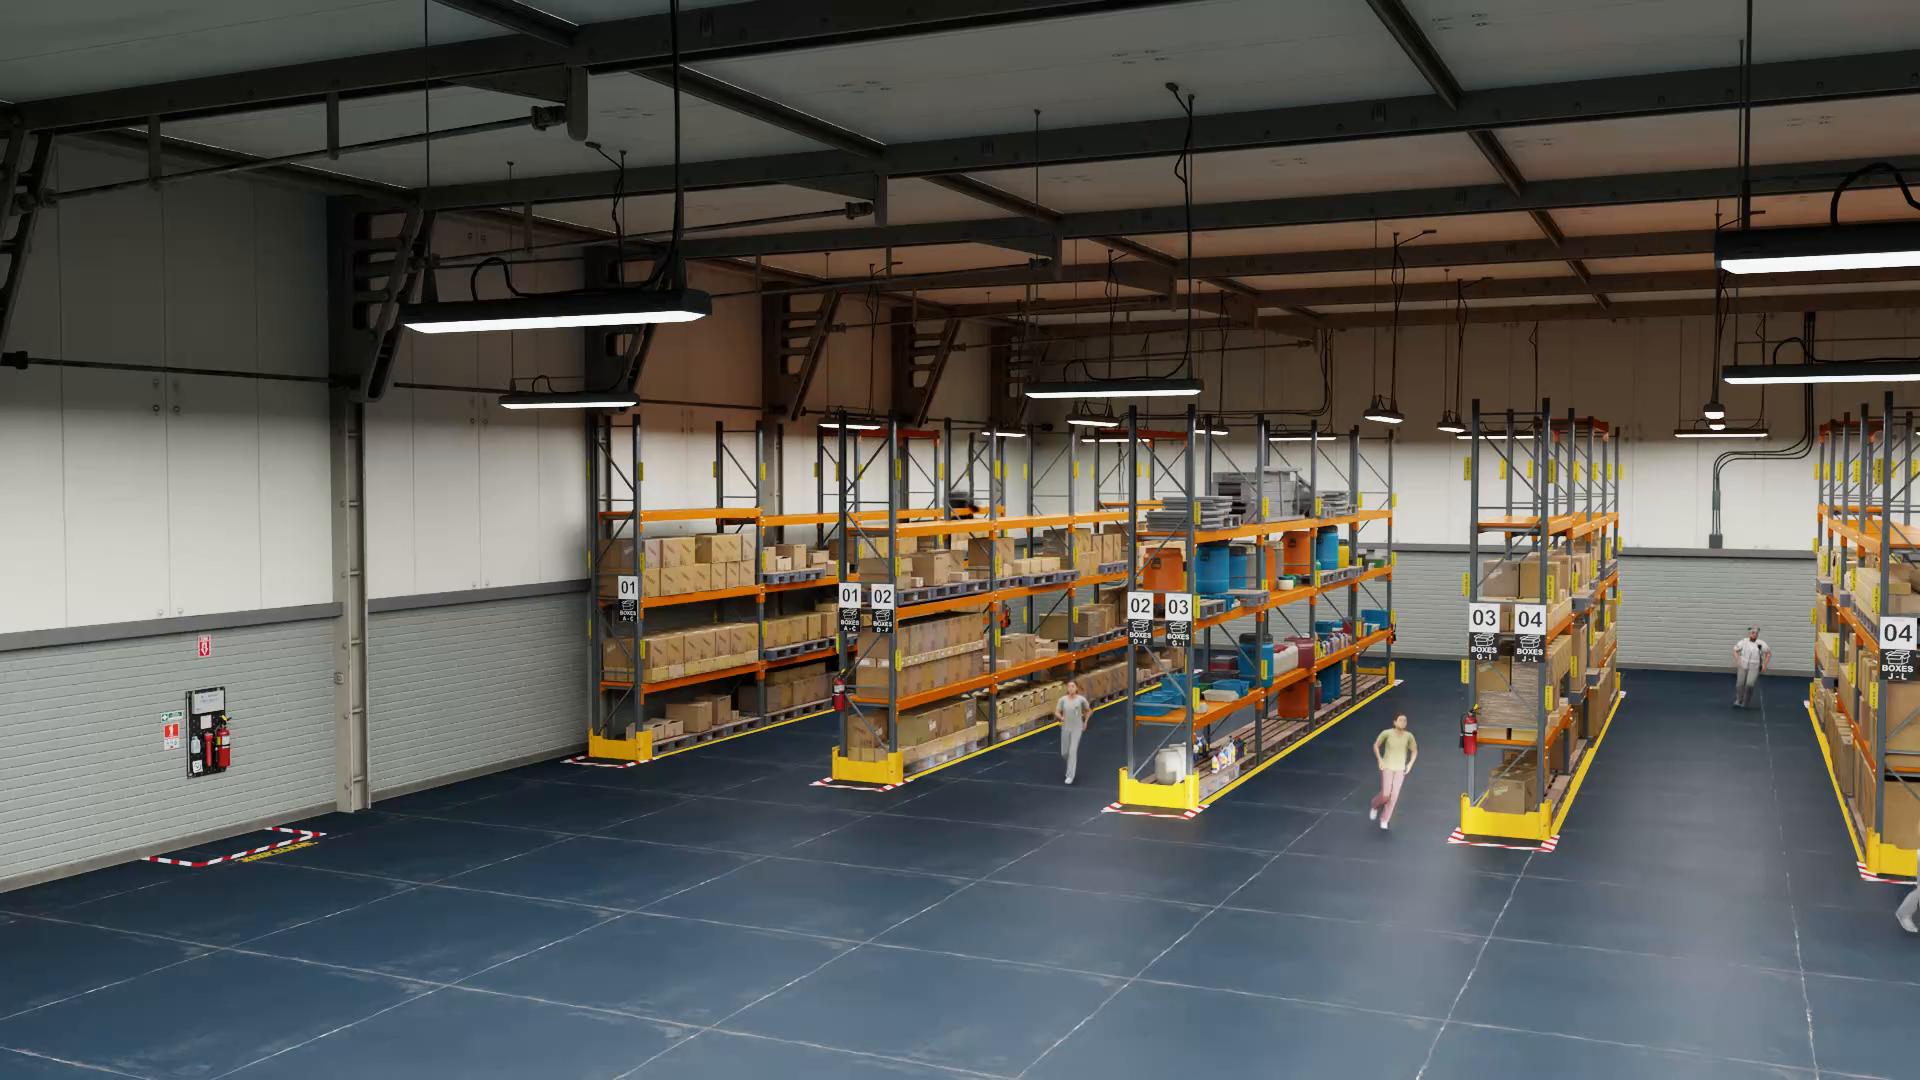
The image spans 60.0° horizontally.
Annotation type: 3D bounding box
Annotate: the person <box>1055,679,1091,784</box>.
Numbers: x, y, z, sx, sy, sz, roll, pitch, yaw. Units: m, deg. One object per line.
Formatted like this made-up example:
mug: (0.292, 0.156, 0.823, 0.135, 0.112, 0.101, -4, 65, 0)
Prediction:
person: (1.820, 3.066, 26.862, 0.577, 1.641, 0.794, 1, 2, 13)

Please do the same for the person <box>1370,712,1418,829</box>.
person: (6.132, 3.226, 23.454, 0.624, 1.620, 0.530, 0, 2, 2)

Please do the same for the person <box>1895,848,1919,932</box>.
person: (10.373, 3.439, 17.714, 0.600, 1.735, 0.848, -1, 3, -22)

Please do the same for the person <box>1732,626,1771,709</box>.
person: (16.700, 2.698, 35.130, 0.718, 1.760, 0.651, 2, 3, 34)
